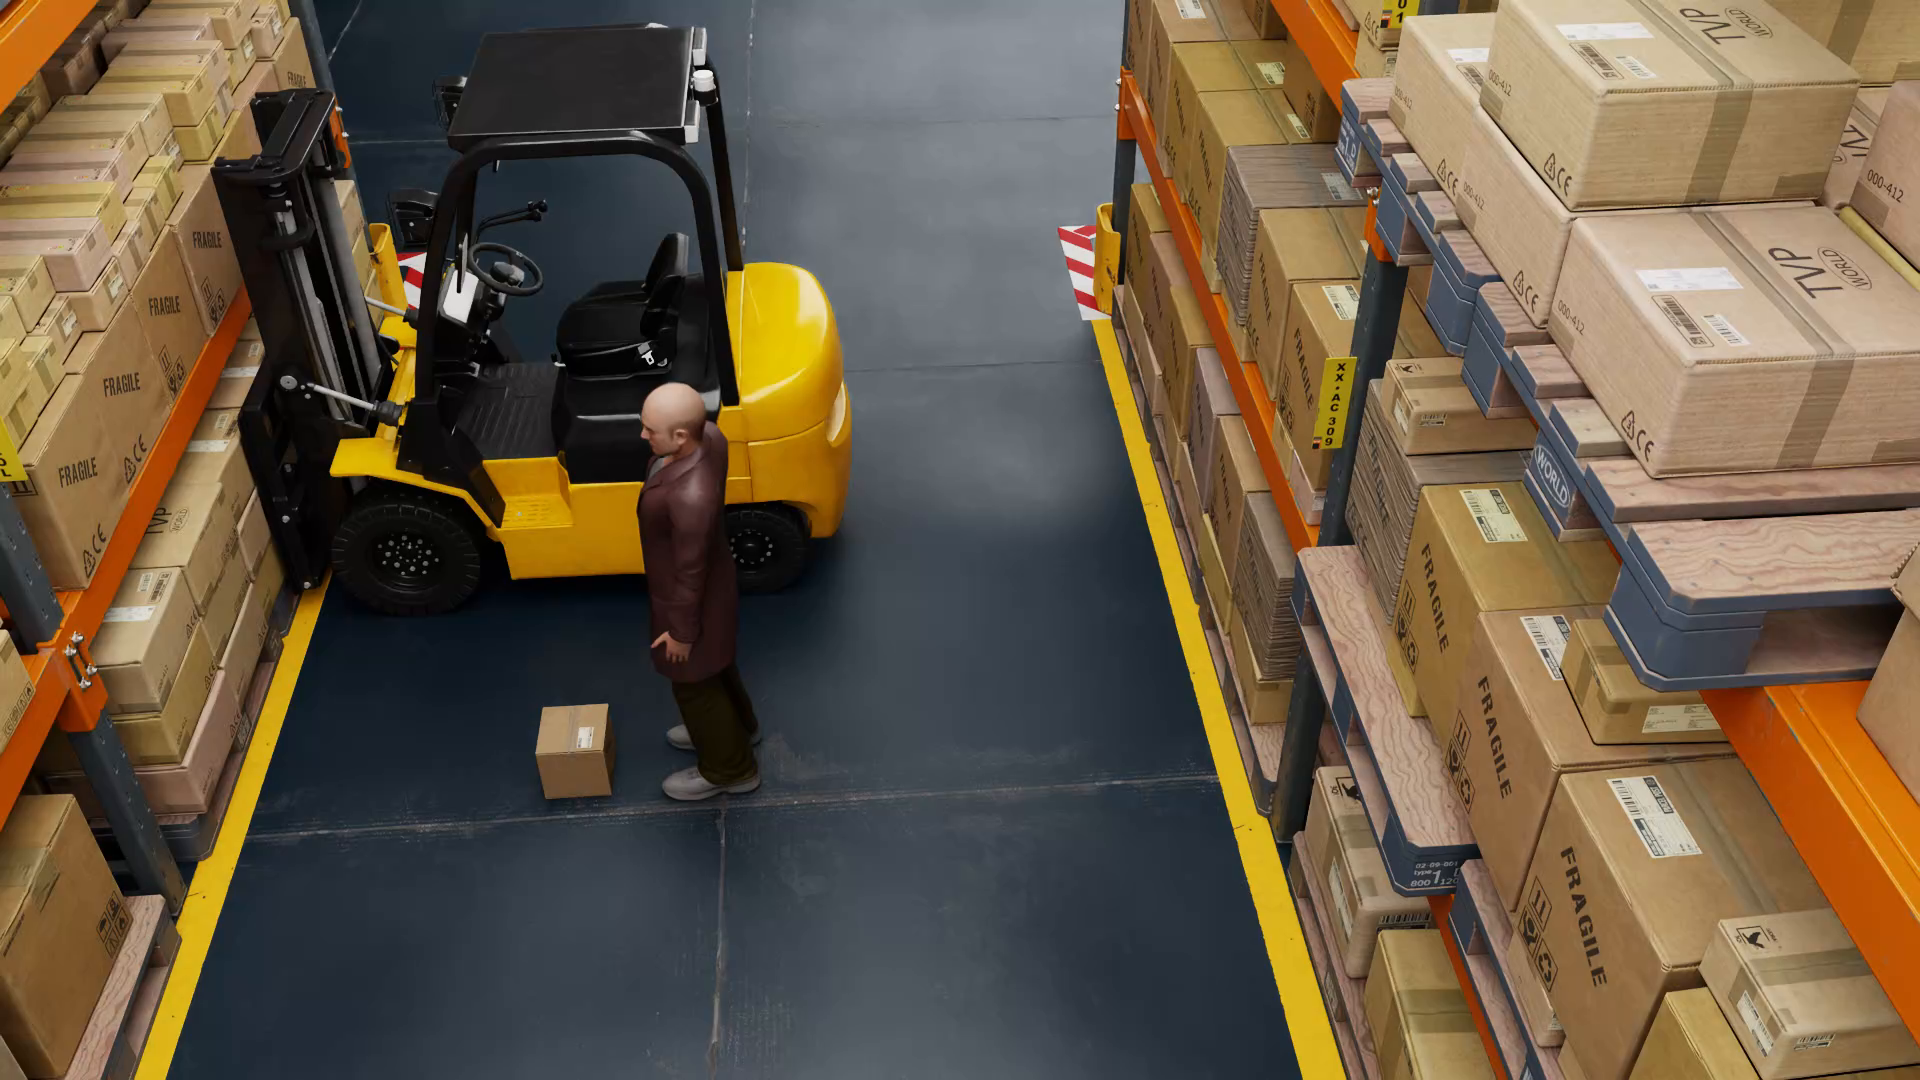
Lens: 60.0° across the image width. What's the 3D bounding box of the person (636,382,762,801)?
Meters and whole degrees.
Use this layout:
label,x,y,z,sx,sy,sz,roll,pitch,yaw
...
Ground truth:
label,x,y,z,sx,sy,sz,roll,pitch,yaw
person,-0.960,0.199,5.920,0.378,1.775,0.562,-2,39,-3
